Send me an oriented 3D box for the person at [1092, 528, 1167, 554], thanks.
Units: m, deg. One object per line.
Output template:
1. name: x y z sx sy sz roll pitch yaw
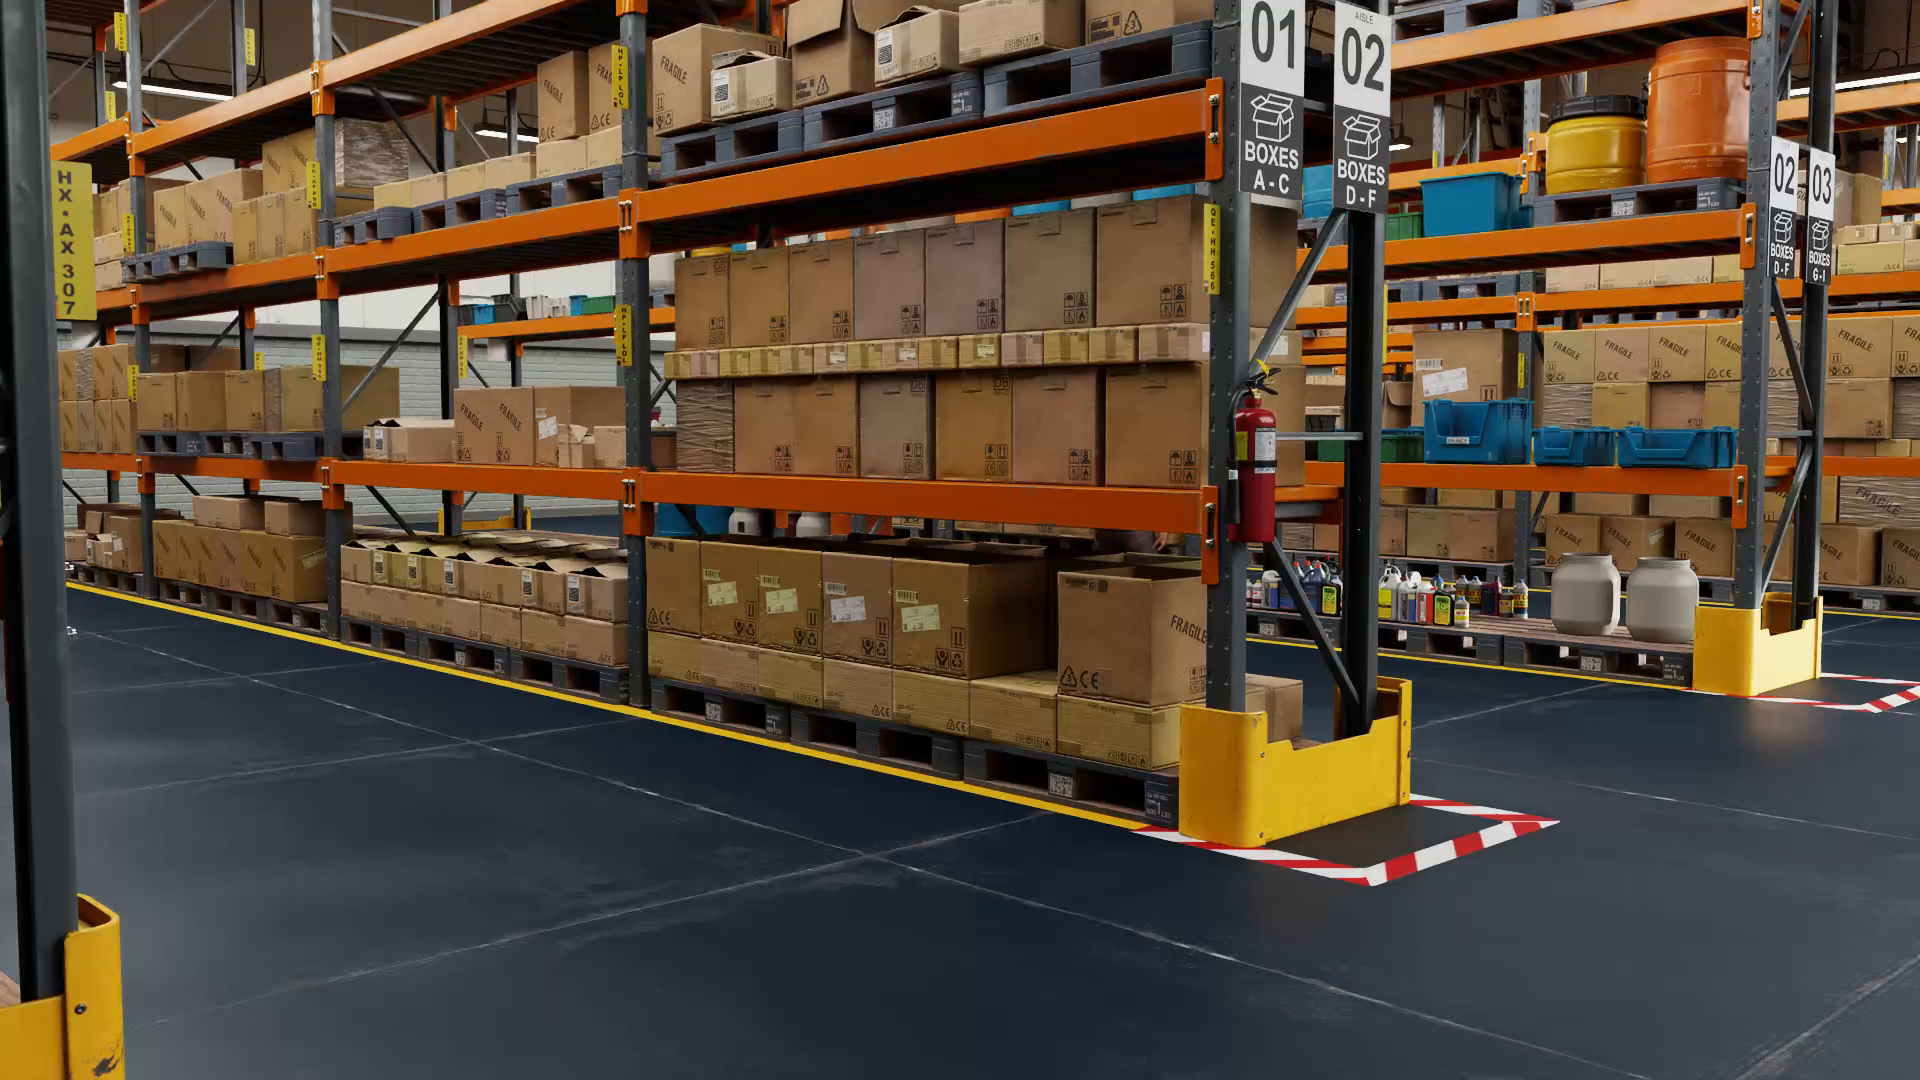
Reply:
1. person: 1.105 -0.065 11.071 0.593 1.720 0.426 4 5 42
